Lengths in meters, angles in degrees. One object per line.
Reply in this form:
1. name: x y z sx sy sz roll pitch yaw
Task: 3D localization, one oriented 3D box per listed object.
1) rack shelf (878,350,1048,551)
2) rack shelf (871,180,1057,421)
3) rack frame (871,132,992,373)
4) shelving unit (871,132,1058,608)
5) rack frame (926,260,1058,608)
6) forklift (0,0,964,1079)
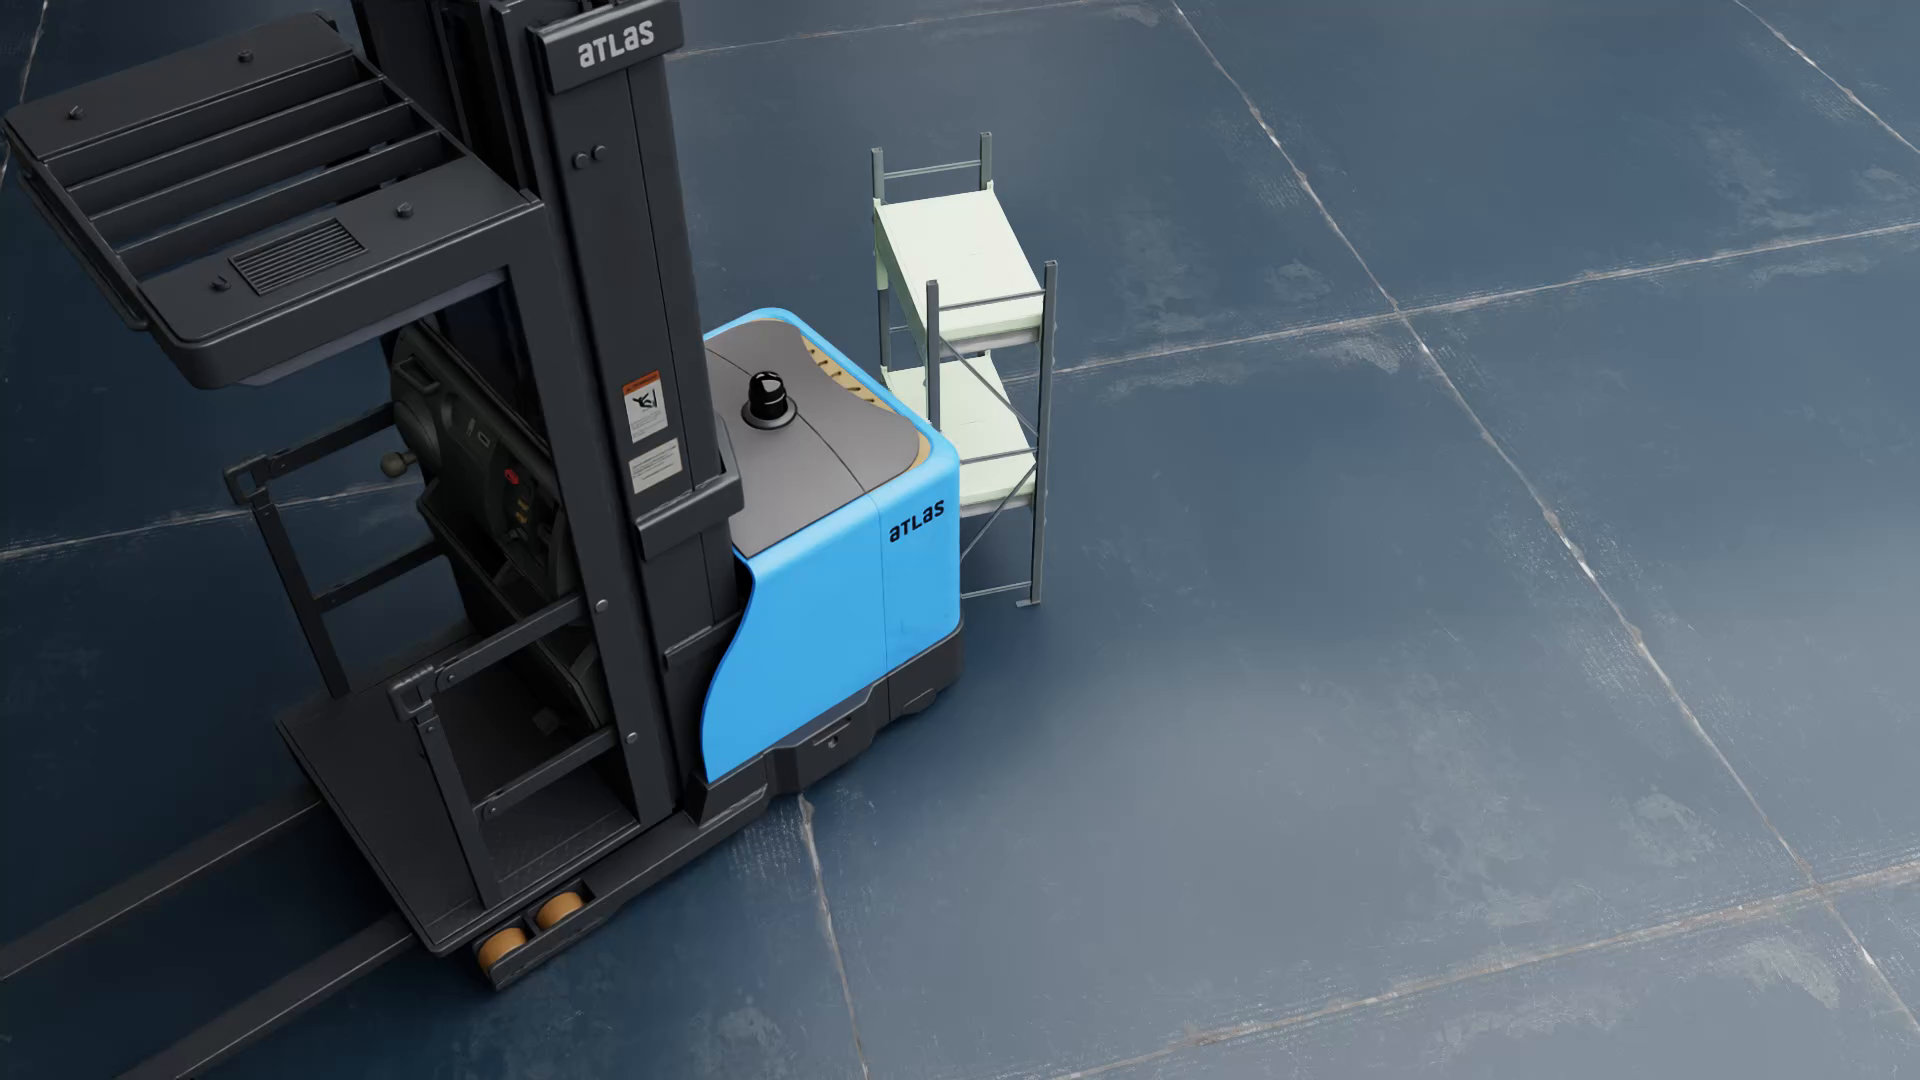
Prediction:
1. rack shelf: 0.002 -0.292 5.943 0.431 0.370 0.720 -11 47 -10
2. rack shelf: 0.002 -0.793 5.431 0.431 0.370 0.720 -11 47 -10
3. rack frame: -0.092 -0.773 5.957 0.400 1.500 0.023 -11 47 -10
4. shelving unit: 0.002 -0.520 5.710 0.431 1.500 0.755 -11 47 -10
5. rack frame: 0.095 -0.268 5.462 0.400 1.500 0.023 -11 47 -10
6. forklift: -1.444 -0.137 4.332 3.031 2.935 1.130 -31 53 -27
